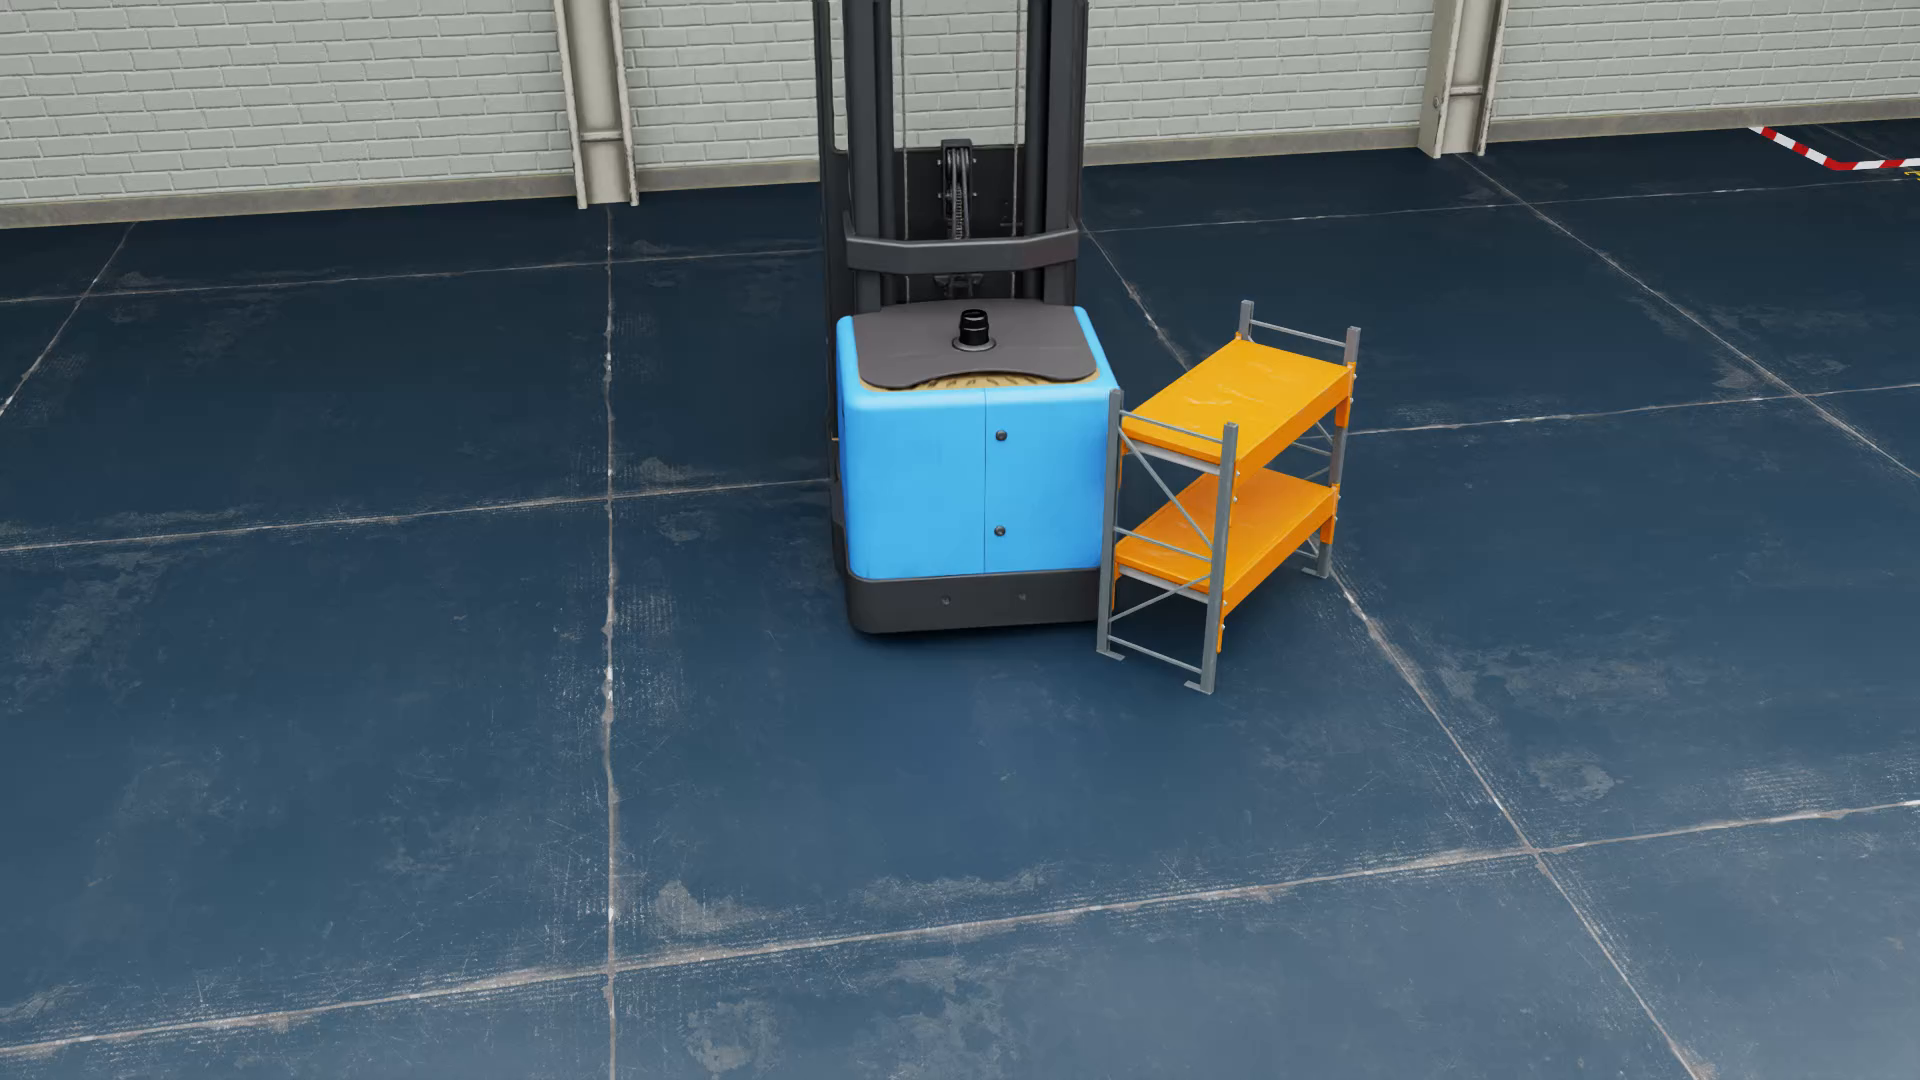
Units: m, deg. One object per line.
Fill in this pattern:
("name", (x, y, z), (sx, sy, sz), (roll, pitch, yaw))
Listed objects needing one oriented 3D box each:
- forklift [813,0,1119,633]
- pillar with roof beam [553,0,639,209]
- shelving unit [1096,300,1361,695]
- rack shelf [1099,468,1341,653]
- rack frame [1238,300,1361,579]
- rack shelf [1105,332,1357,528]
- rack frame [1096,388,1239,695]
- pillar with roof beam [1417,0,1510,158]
("forklift", (-0.063, -1.622, 7.117), (1.130, 2.935, 3.031), (-3, 31, -5))
("pillar with roof beam", (-1.574, -4.011, 5.193), (0.400, 9.000, 9.100), (-5, 31, -9))
("shelving unit", (1.041, -0.190, 6.463), (0.538, 1.125, 1.048), (20, 36, 30))
("rack shelf", (1.041, 0.021, 6.587), (0.538, 0.278, 1.000), (20, 36, 30))
("rack frame", (1.336, -0.399, 6.819), (0.500, 1.125, 0.032), (20, 36, 30))
("rack shelf", (1.041, -0.442, 6.314), (0.538, 0.278, 1.000), (20, 36, 30))
("rack frame", (0.745, 0.020, 6.106), (0.500, 1.125, 0.032), (20, 36, 30))
("pillar with roof beam", (4.328, -4.559, 6.125), (0.400, 9.000, 9.100), (-5, 31, -9))
